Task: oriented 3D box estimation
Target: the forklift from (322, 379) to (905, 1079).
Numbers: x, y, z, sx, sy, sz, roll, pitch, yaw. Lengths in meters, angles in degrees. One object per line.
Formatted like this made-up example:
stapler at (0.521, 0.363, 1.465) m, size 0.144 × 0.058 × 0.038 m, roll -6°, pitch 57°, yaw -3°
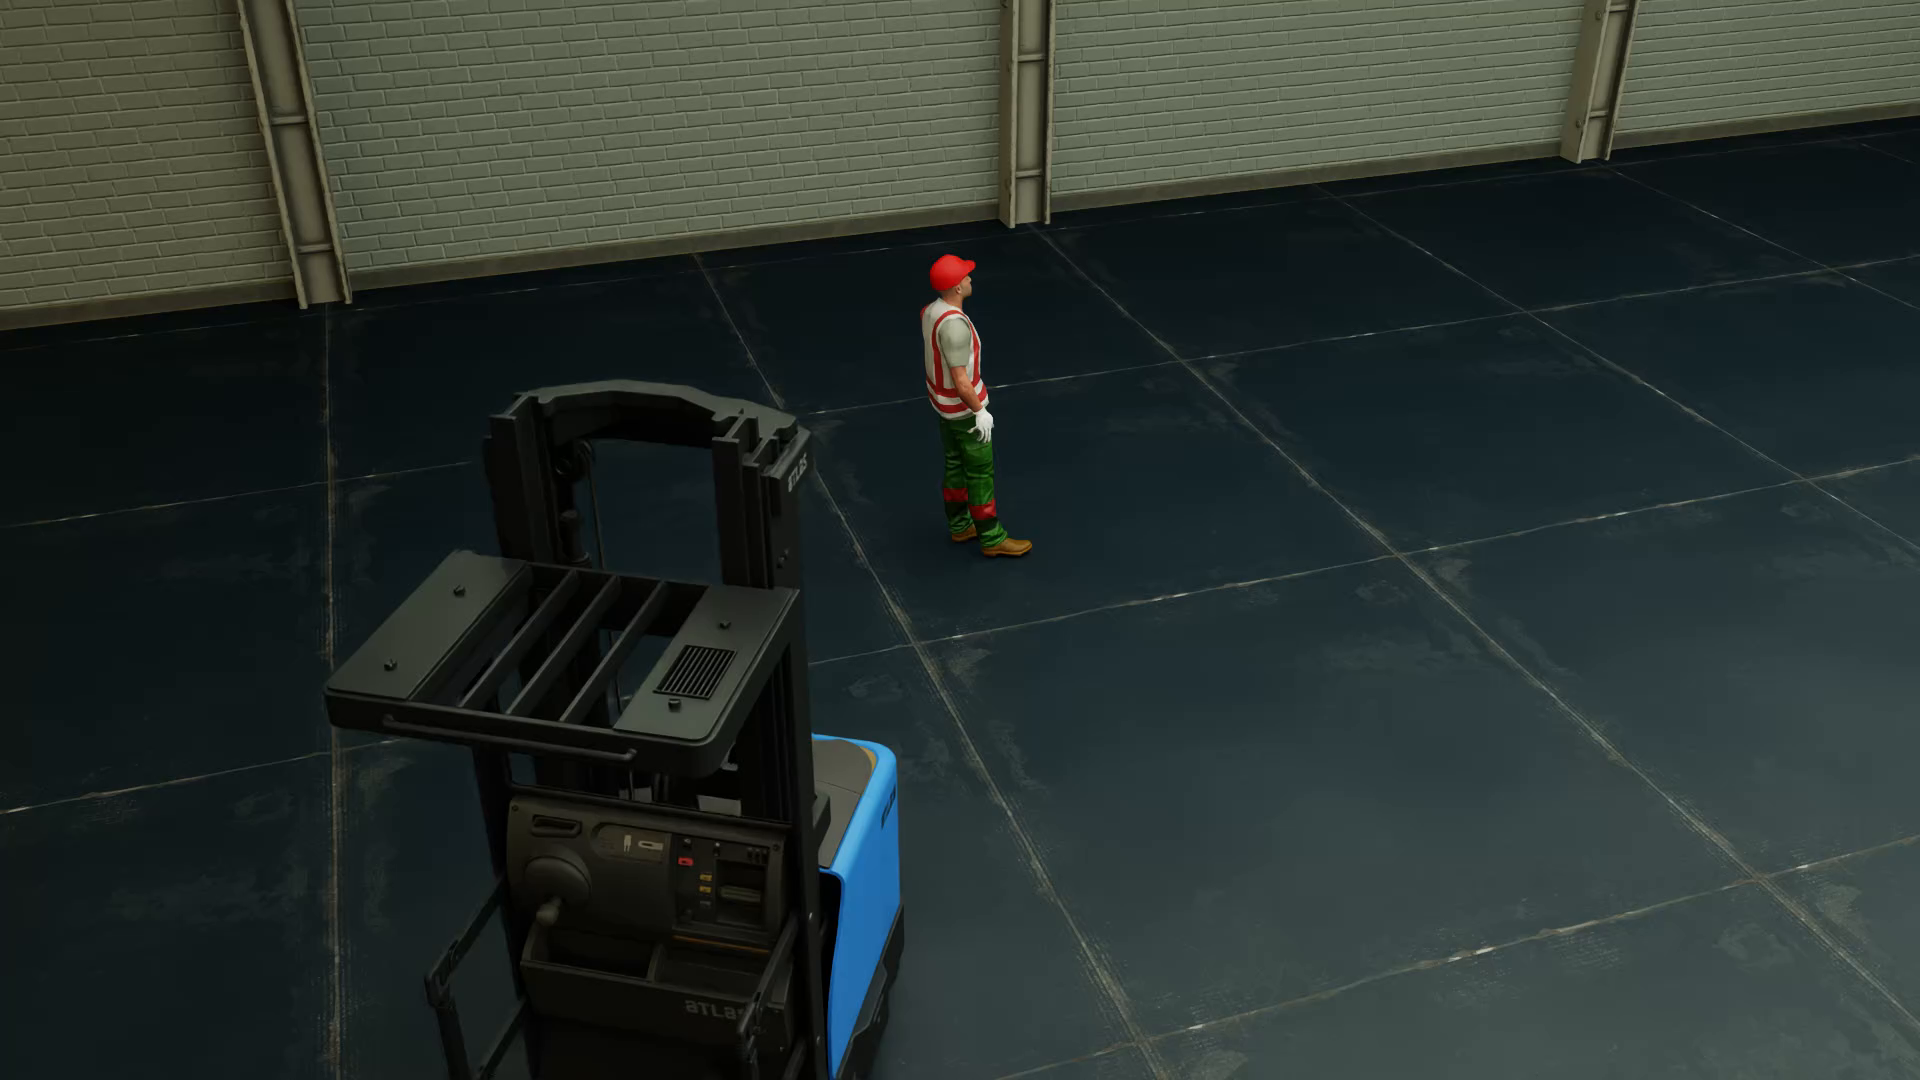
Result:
forklift at (-1.055, 1.121, 5.139) m, size 1.130 × 2.935 × 3.031 m, roll 6°, pitch 31°, yaw 11°

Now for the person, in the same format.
person at (0.080, -0.789, 9.588) m, size 0.564 × 1.787 × 0.637 m, roll -10°, pitch 31°, yaw -16°
